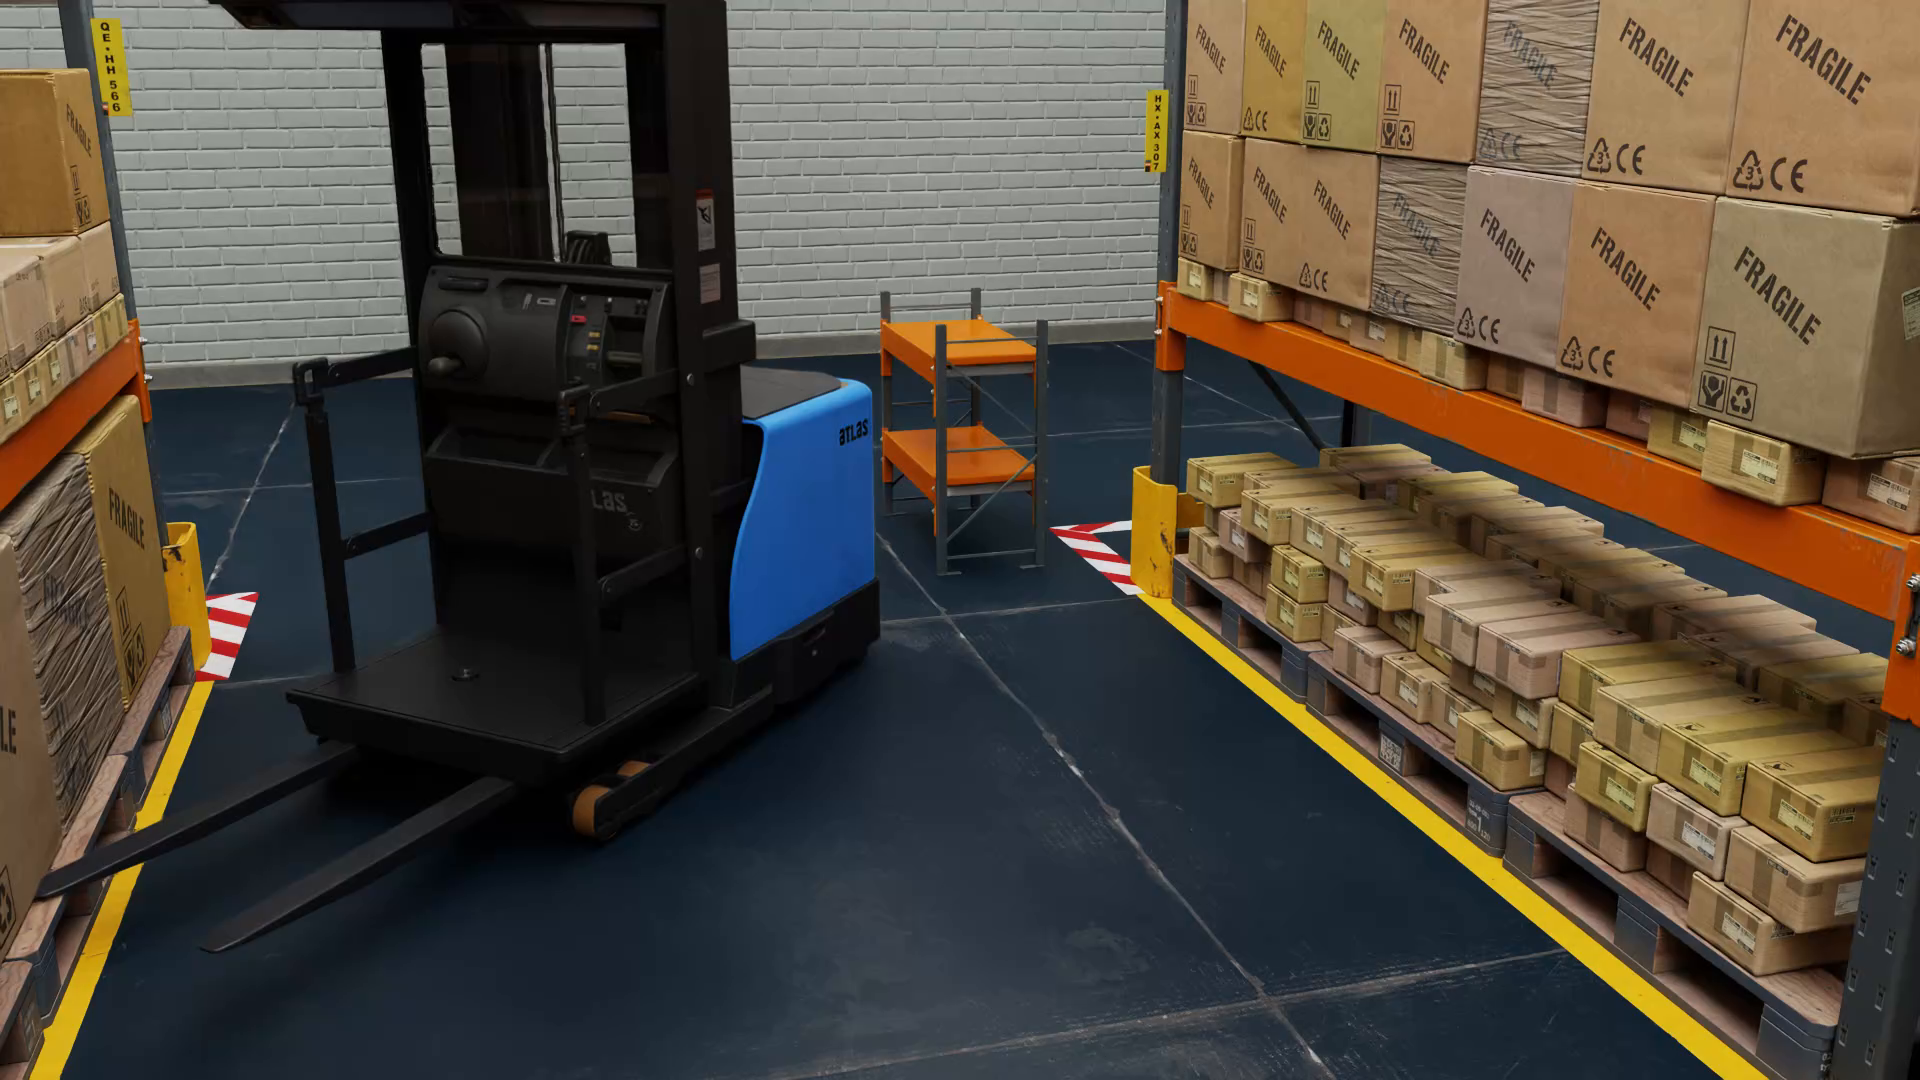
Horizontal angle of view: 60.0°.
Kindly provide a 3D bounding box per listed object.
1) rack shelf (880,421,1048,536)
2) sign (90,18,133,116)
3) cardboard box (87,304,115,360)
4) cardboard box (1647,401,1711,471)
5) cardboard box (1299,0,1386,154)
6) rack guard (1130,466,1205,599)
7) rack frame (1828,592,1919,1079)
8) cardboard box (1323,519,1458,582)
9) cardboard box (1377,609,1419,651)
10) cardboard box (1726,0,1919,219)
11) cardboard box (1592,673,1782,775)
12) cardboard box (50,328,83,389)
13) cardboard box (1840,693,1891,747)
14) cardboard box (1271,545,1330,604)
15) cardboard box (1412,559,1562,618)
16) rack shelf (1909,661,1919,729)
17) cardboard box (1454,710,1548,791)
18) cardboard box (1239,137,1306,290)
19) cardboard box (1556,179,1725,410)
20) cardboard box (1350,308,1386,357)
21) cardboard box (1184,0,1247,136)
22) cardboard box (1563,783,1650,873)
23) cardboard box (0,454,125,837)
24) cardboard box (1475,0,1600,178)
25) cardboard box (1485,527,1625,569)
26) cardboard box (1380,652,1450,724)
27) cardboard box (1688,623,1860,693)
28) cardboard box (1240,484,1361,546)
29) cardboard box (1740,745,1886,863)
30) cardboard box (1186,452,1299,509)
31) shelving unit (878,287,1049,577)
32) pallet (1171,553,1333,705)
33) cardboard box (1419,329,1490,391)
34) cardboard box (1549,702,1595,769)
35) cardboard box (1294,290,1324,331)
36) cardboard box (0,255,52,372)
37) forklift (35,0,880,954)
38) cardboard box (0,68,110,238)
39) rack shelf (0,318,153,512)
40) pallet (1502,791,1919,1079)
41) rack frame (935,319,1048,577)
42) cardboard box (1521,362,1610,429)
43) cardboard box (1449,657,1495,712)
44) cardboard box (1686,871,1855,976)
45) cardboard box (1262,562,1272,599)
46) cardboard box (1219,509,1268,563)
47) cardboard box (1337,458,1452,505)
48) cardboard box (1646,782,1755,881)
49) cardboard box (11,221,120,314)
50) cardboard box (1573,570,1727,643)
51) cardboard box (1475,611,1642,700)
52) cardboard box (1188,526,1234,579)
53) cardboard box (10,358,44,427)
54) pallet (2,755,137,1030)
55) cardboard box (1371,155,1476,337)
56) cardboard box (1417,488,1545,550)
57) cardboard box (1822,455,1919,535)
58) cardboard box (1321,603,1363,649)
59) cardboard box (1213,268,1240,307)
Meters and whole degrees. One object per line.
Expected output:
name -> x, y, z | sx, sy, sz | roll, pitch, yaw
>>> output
rack shelf -> -0.002, -0.306, 7.867 | 0.538, 0.278, 1.000 | -5, 17, -15
sign -> -2.944, -1.638, 5.767 | 0.100, 0.325, 0.005 | -5, 17, -15
cardboard box -> -2.982, -0.666, 5.393 | 0.380, 0.149, 0.250 | -5, 17, -15
cardboard box -> 1.931, -0.270, 4.074 | 0.380, 0.149, 0.250 | -4, 17, -13
cardboard box -> 1.461, -1.535, 5.418 | 0.500, 0.500, 0.500 | -5, 17, -16
rack guard -> 1.348, -0.077, 7.340 | 1.175, 0.500, 0.348 | -5, 17, -15
rack frame -> 2.423, -0.189, 3.366 | 0.949, 2.616, 0.053 | -5, 17, -15
cardboard box -> 1.496, 0.042, 5.790 | 0.380, 0.149, 0.250 | -4, 17, -13
cardboard box -> 1.642, 0.250, 5.615 | 0.380, 0.149, 0.250 | -4, 17, -12
cardboard box -> 2.037, -0.967, 3.527 | 0.500, 0.500, 0.500 | -5, 18, -17
cardboard box -> 1.894, 0.477, 4.342 | 0.380, 0.149, 0.250 | -5, 17, -16
cardboard box -> -2.847, -0.528, 4.931 | 0.380, 0.149, 0.250 | -4, 17, -14
cardboard box -> 2.512, 0.498, 4.272 | 0.380, 0.149, 0.250 | -4, 17, -13
cardboard box -> 1.363, 0.112, 6.073 | 0.380, 0.149, 0.250 | -4, 17, -14
cardboard box -> 1.686, 0.180, 5.329 | 0.380, 0.149, 0.250 | -5, 17, -15
rack shelf -> 2.976, 0.709, 1.628 | 1.077, 0.370, 4.000 | -5, 17, -15
cardboard box -> 1.706, 0.608, 4.941 | 0.380, 0.149, 0.250 | -5, 17, -15
cardboard box -> 1.356, -1.194, 6.020 | 0.500, 0.500, 0.500 | -5, 17, -15
cardboard box -> 1.880, -0.634, 4.159 | 0.500, 0.500, 0.500 | -5, 17, -17
cardboard box -> 1.527, -0.705, 5.523 | 0.380, 0.149, 0.250 | -5, 17, -16
cardboard box -> 1.195, -1.819, 6.366 | 0.500, 0.500, 0.500 | -5, 17, -16
cardboard box -> 1.865, 0.747, 4.475 | 0.380, 0.149, 0.250 | -5, 18, -17
cardboard box -> -2.967, 0.308, 4.677 | 0.875, 0.875, 0.875 | -5, 17, -15
cardboard box -> 1.763, -1.252, 4.477 | 0.500, 0.500, 0.500 | -4, 17, -14
cardboard box -> 2.026, 0.074, 5.682 | 0.380, 0.149, 0.250 | -5, 18, -17
cardboard box -> 1.601, 0.466, 5.412 | 0.380, 0.149, 0.250 | -5, 17, -15
cardboard box -> 2.301, 0.362, 4.726 | 0.380, 0.149, 0.250 | -5, 17, -17
cardboard box -> 1.282, -0.098, 6.254 | 0.380, 0.149, 0.250 | -5, 17, -15
cardboard box -> 2.078, 0.613, 3.890 | 0.380, 0.149, 0.250 | -4, 17, -14
cardboard box -> 1.144, -0.244, 6.742 | 0.380, 0.149, 0.250 | -6, 18, -18
shelving unit -> -0.002, -0.541, 7.796 | 0.538, 1.125, 1.048 | -5, 17, -15
pallet -> 1.537, 0.289, 6.624 | 1.003, 0.211, 1.213 | -5, 17, -15
cardboard box -> 1.624, -0.556, 5.025 | 0.380, 0.149, 0.250 | -4, 17, -14
cardboard box -> 1.882, 0.547, 4.625 | 0.380, 0.149, 0.250 | -5, 17, -15
cardboard box -> 1.436, -0.853, 6.013 | 0.380, 0.149, 0.250 | -4, 17, -13
cardboard box -> -2.803, -0.607, 4.504 | 0.500, 0.250, 0.500 | -5, 18, -17
forklift -> -1.405, -0.649, 5.018 | 1.130, 2.935, 3.031 | 8, 18, 25
cardboard box -> -3.083, -1.247, 5.329 | 0.500, 0.500, 0.500 | -4, 17, -15
rack shelf -> -2.920, -0.033, 4.099 | 1.077, 0.370, 4.000 | -5, 17, -15
pallet -> 2.207, 0.964, 4.377 | 1.003, 0.211, 1.213 | -5, 17, -15
rack frame -> 0.138, -0.400, 7.328 | 0.500, 1.125, 0.032 | -5, 17, -15
cardboard box -> 1.780, -0.416, 4.561 | 0.380, 0.149, 0.250 | -5, 18, -18
cardboard box -> 1.739, 0.403, 5.106 | 0.380, 0.149, 0.250 | -6, 18, -18
cardboard box -> 1.991, 0.894, 3.988 | 0.380, 0.149, 0.250 | -4, 17, -15
cardboard box -> 1.388, 0.173, 6.387 | 0.380, 0.149, 0.250 | -5, 17, -15
cardboard box -> 1.245, -0.028, 6.540 | 0.380, 0.149, 0.250 | -5, 17, -16
cardboard box -> 1.730, -0.215, 6.647 | 0.380, 0.149, 0.250 | -4, 17, -14
cardboard box -> 1.948, 0.697, 4.126 | 0.380, 0.149, 0.250 | -6, 18, -18
cardboard box -> -3.082, -0.889, 5.440 | 0.500, 0.250, 0.500 | -5, 17, -16
cardboard box -> 2.156, 0.216, 5.211 | 0.380, 0.149, 0.250 | -5, 18, -18
cardboard box -> 1.735, 0.331, 4.827 | 0.380, 0.149, 0.250 | -6, 18, -18
cardboard box -> 1.163, 0.039, 6.833 | 0.380, 0.149, 0.250 | -4, 17, -14
cardboard box -> -2.702, -0.384, 4.454 | 0.380, 0.149, 0.250 | -5, 17, -15
pallet -> -2.843, 0.956, 4.402 | 1.003, 0.211, 1.213 | -5, 17, -15
cardboard box -> 1.625, -0.917, 5.098 | 0.500, 0.500, 0.500 | -5, 17, -17
cardboard box -> 1.933, -0.077, 6.187 | 0.380, 0.149, 0.250 | -5, 18, -17
cardboard box -> 2.122, -0.129, 3.604 | 0.380, 0.149, 0.250 | -5, 17, -16
cardboard box -> 1.515, 0.316, 5.913 | 0.380, 0.149, 0.250 | -5, 17, -15
cardboard box -> 1.210, -0.992, 6.478 | 0.380, 0.149, 0.250 | -4, 17, -13
